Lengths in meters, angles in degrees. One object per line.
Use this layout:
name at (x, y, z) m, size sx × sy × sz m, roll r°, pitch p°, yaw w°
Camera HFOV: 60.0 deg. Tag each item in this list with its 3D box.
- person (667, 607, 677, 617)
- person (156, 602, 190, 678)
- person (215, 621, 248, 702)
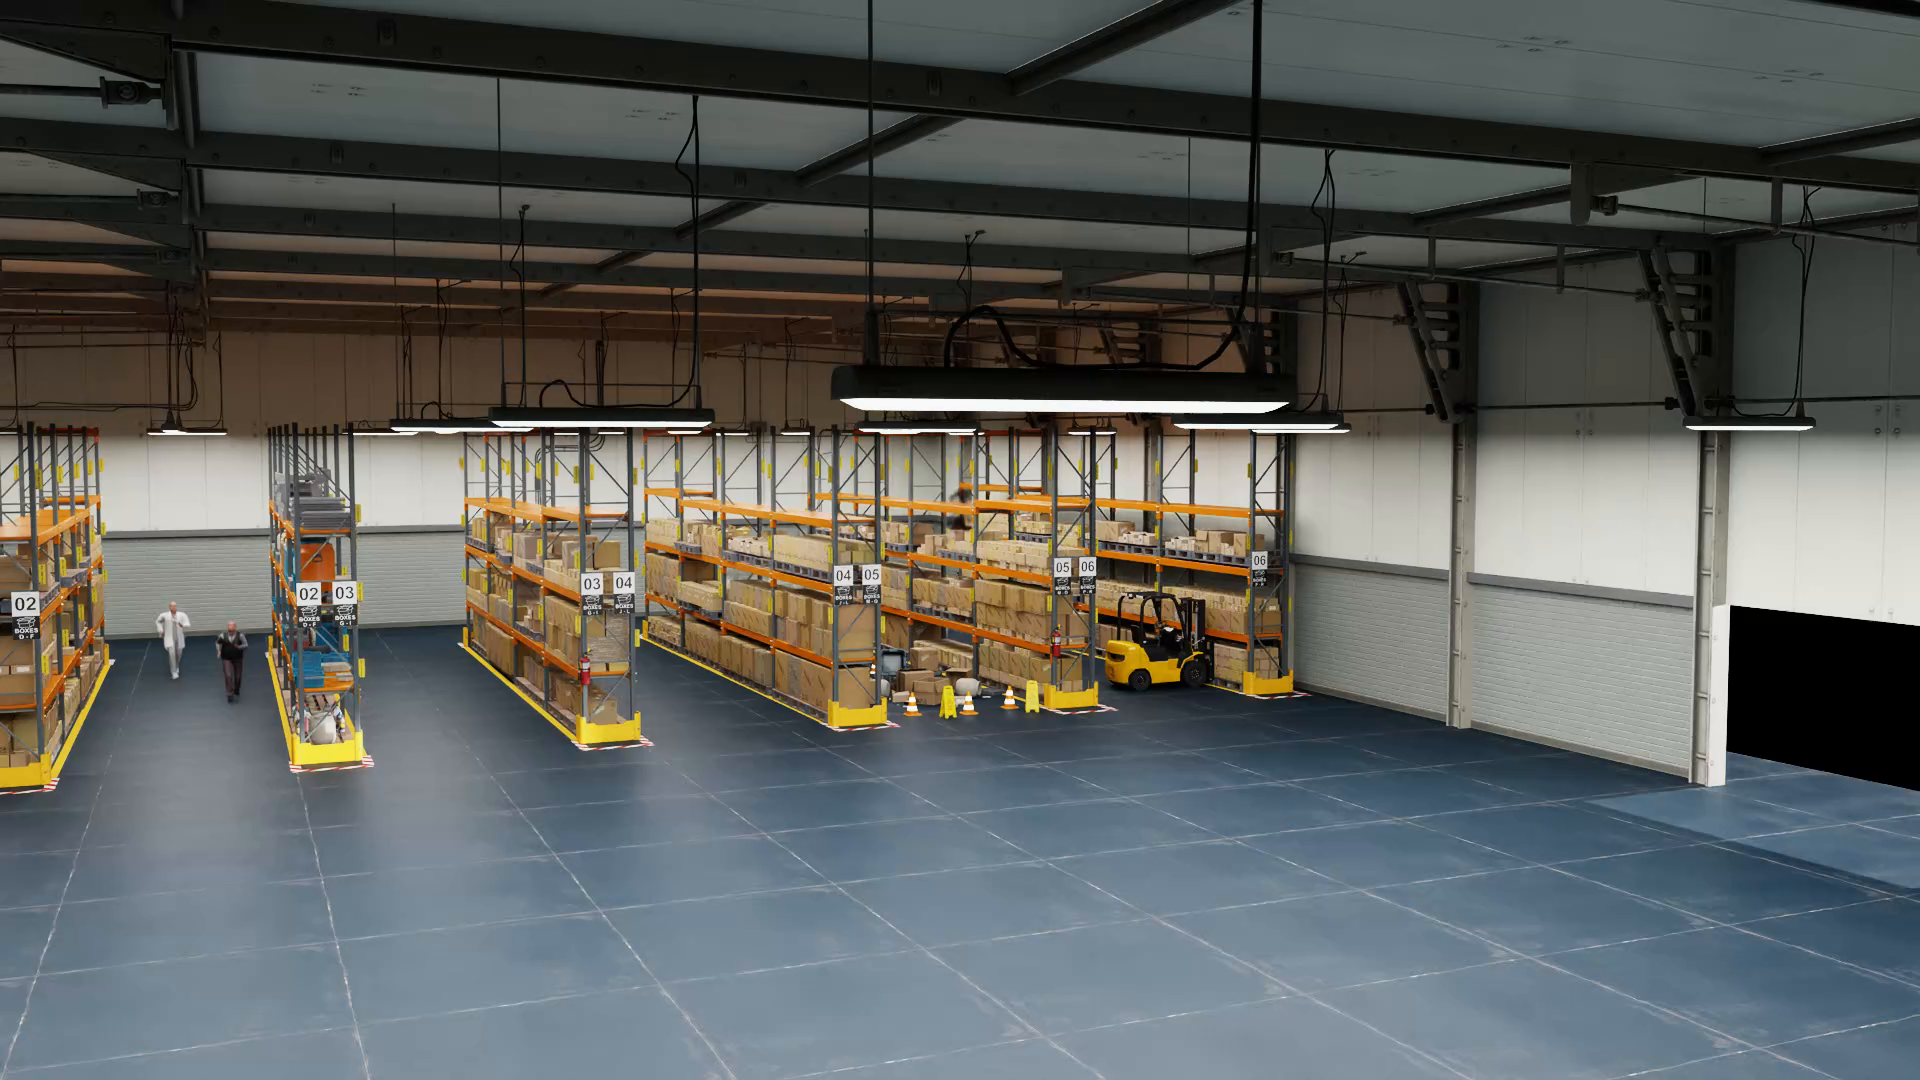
person at (-8.389, 1.848, 49.386) m, size 0.545 × 1.725 × 0.668 m, roll -2°, pitch 4°, yaw -30°
person at (-18.843, 2.369, 39.870) m, size 0.696 × 1.779 × 1.049 m, roll -3°, pitch 4°, yaw -36°
person at (-15.879, 2.623, 36.286) m, size 0.656 × 1.705 × 0.970 m, roll -2°, pitch 4°, yaw -26°
